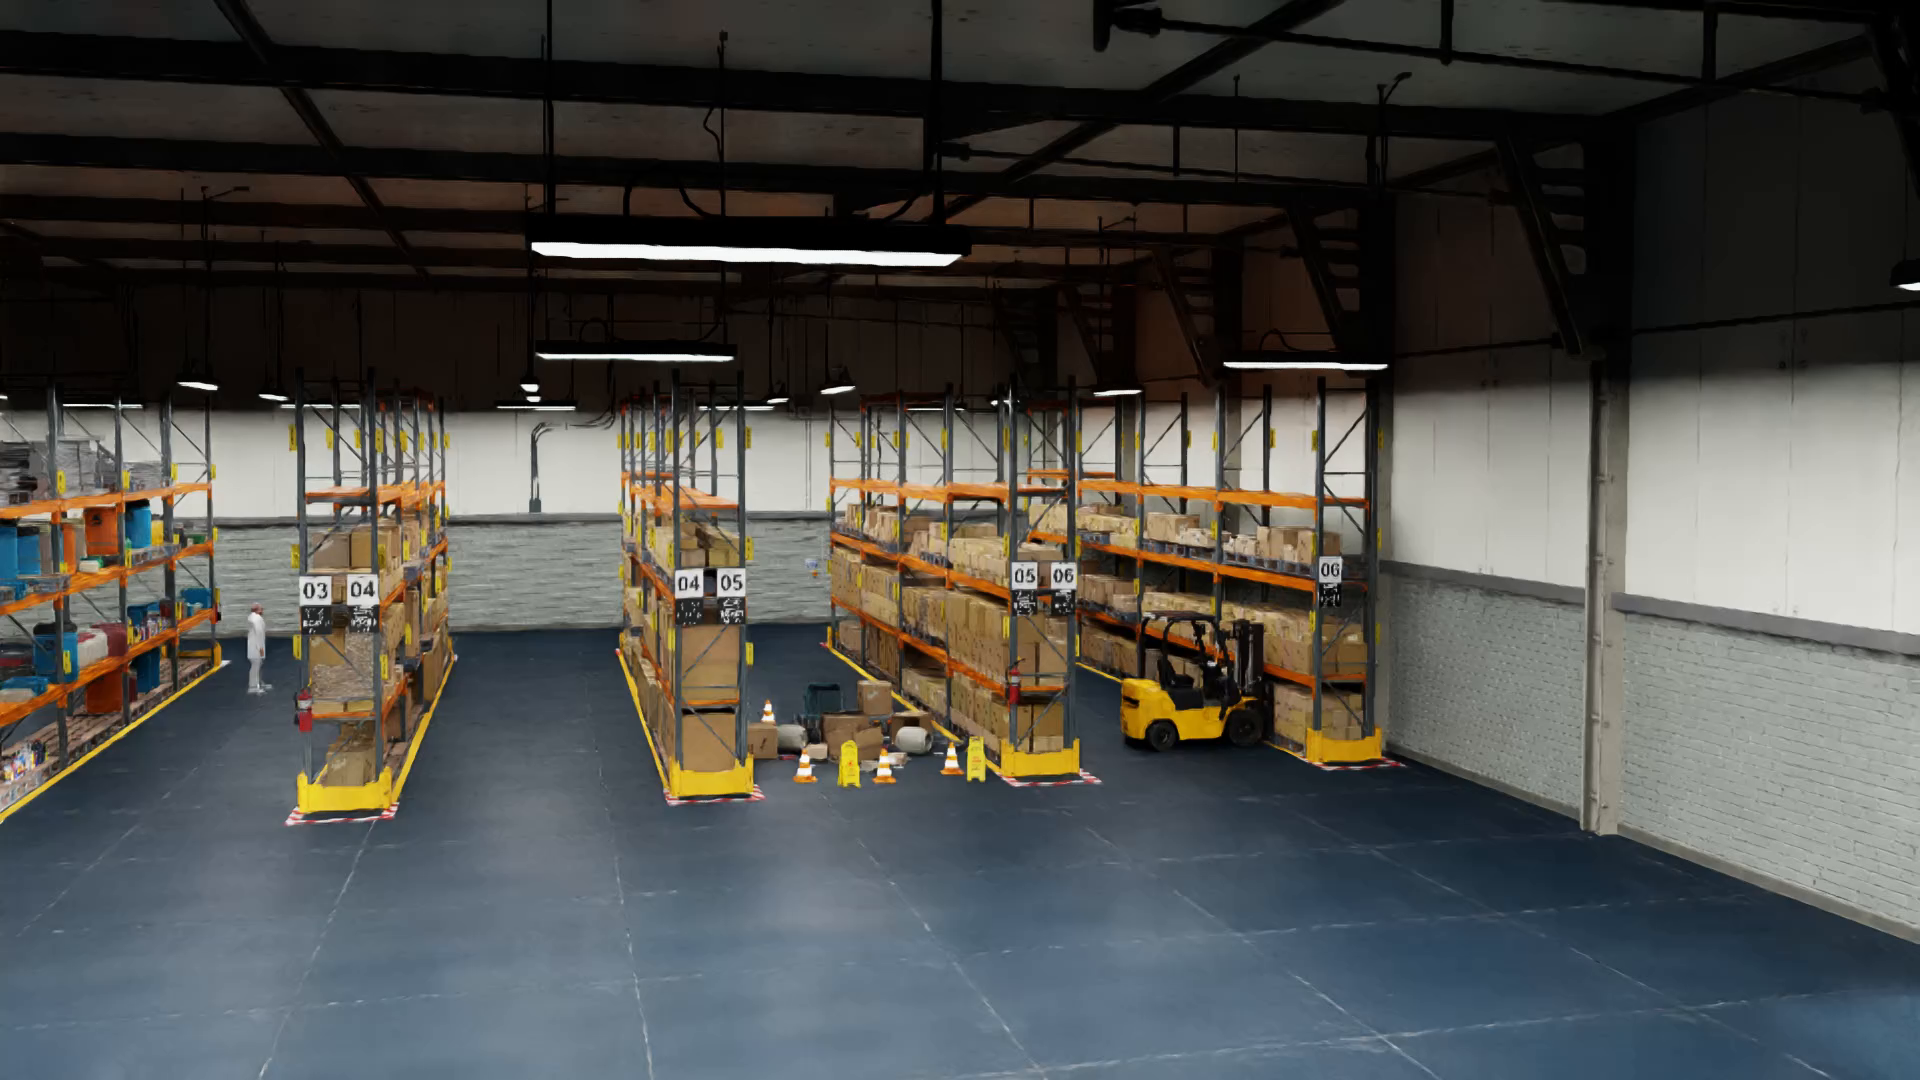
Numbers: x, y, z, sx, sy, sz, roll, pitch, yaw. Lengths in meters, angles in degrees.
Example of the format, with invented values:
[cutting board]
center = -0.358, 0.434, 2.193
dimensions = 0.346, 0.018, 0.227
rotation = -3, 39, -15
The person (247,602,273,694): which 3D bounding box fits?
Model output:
[person]
center = -13.907, 2.123, 33.009
dimensions = 0.522, 1.790, 0.652
rotation = -2, 4, -34
